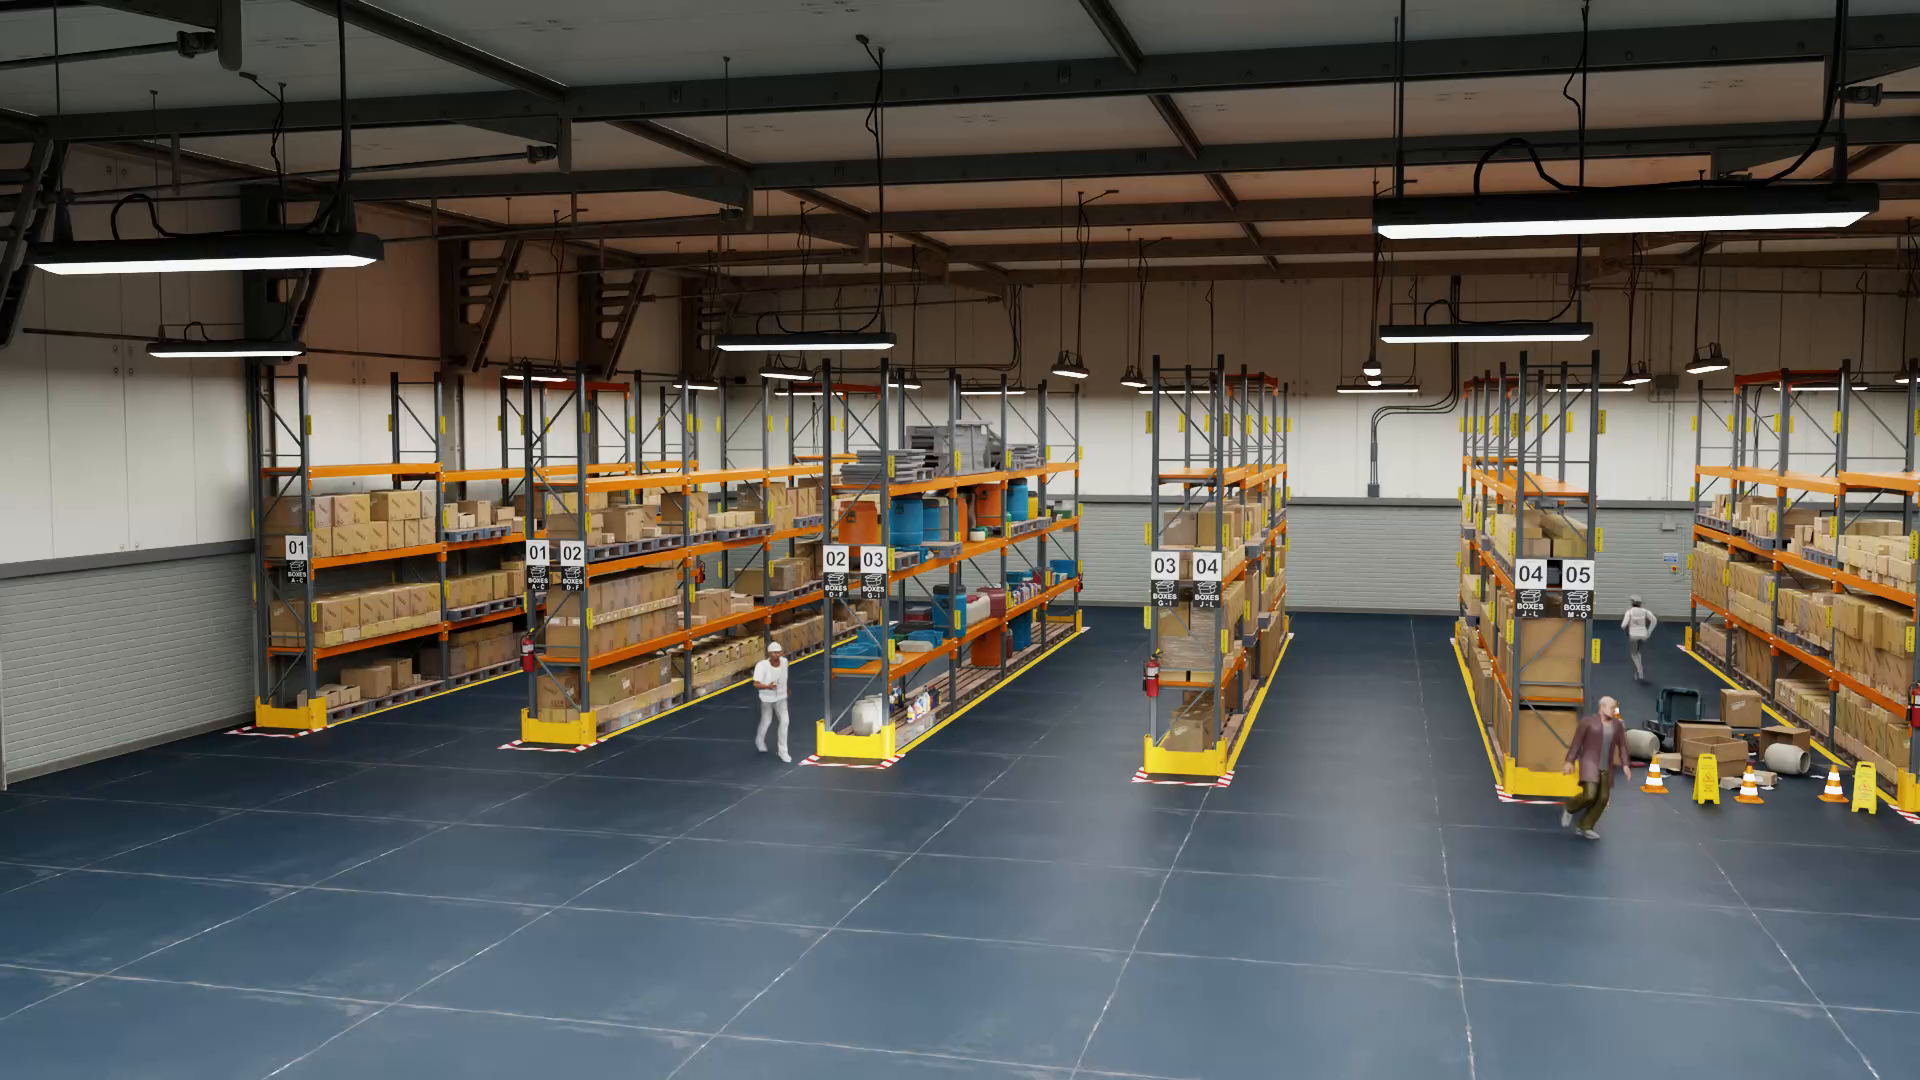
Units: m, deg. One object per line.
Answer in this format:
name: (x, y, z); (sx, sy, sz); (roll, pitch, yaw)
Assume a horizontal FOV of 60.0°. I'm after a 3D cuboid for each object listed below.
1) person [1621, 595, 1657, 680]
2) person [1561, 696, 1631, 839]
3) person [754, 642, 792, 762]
person: (13.340, 1.912, 32.758); (0.650, 1.657, 0.697); (0, 4, -4)
person: (7.706, 2.740, 20.156); (0.717, 1.725, 0.651); (-1, 4, -15)
person: (-2.829, 2.394, 24.976); (0.637, 1.766, 0.958); (-2, 4, -25)
